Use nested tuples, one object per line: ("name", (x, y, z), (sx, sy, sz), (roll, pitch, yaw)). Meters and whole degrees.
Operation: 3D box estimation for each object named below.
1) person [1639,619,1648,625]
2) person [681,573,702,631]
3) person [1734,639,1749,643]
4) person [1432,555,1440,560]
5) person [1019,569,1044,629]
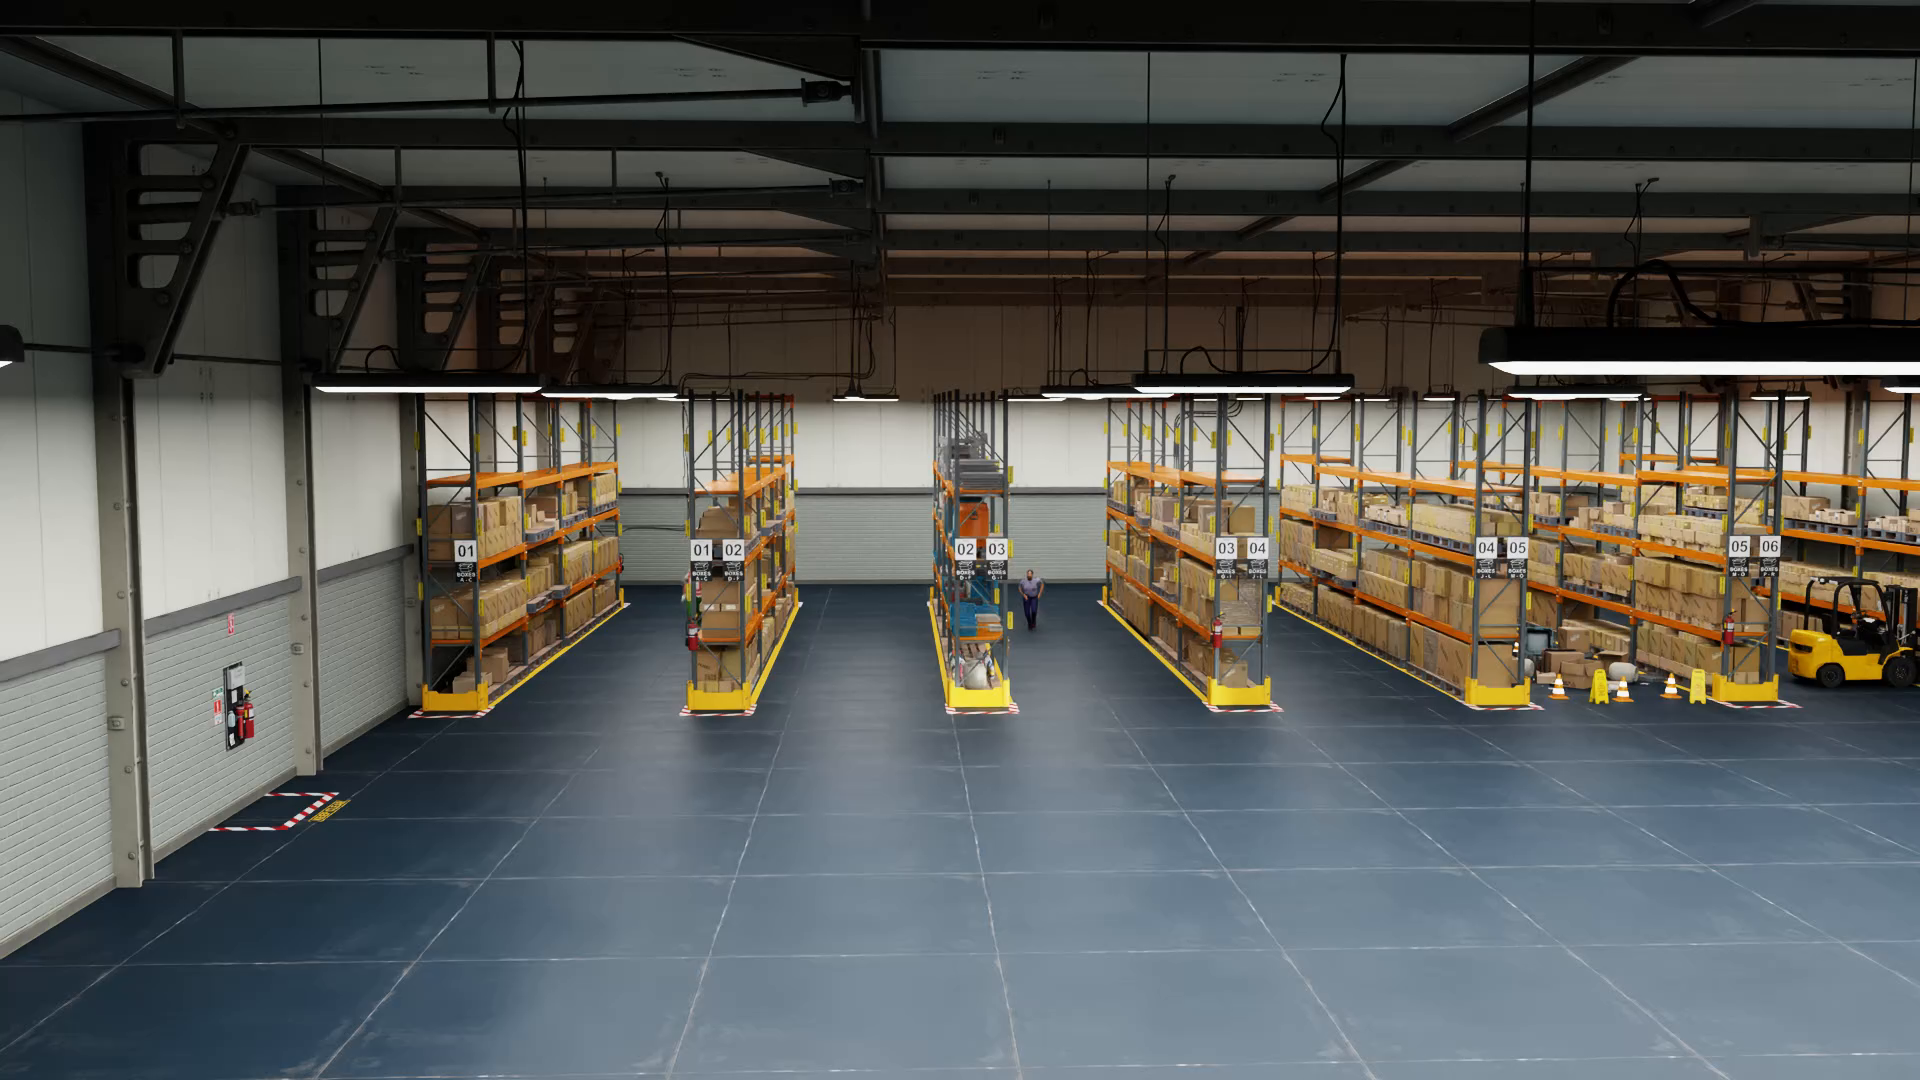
("person", (17.833, 1.380, 43.046), (0.472, 1.697, 0.478), (-3, 5, -32))
("person", (-6.684, 1.424, 41.735), (0.664, 1.724, 1.034), (0, 5, -2))
("person", (17.155, 1.924, 36.292), (0.629, 1.692, 0.757), (-1, 5, -15))
("person", (12.614, 1.250, 43.947), (0.638, 1.779, 0.539), (-4, 6, -40))
("person", (1.811, 1.514, 42.151), (0.638, 1.550, 0.749), (1, 5, 7))
